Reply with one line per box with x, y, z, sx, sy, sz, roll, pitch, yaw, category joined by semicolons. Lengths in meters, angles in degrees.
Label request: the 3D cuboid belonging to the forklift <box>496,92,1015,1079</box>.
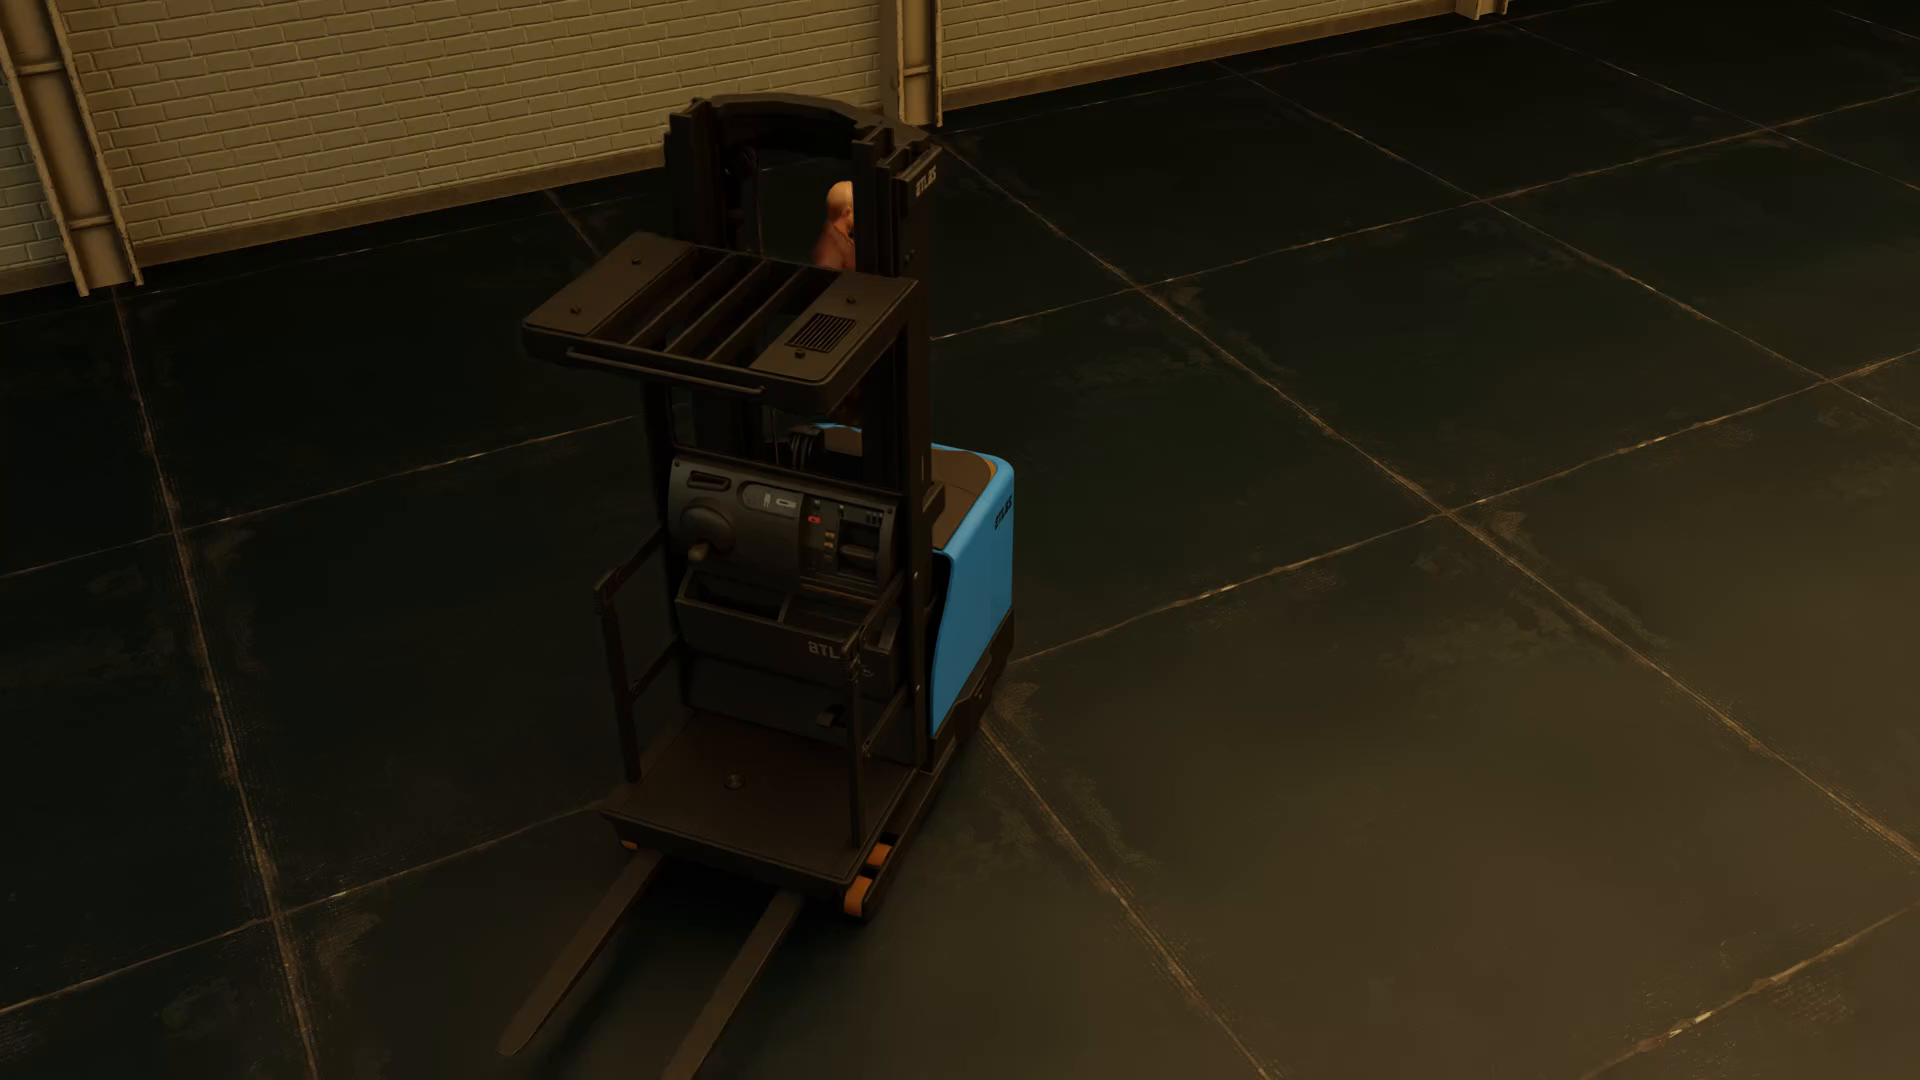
-0.753;0.016;6.100;1.130;2.935;3.031;13;37;17;forklift

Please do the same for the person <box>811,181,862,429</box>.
-0.592;-1.027;8.667;0.577;1.687;0.939;4;35;5;person
